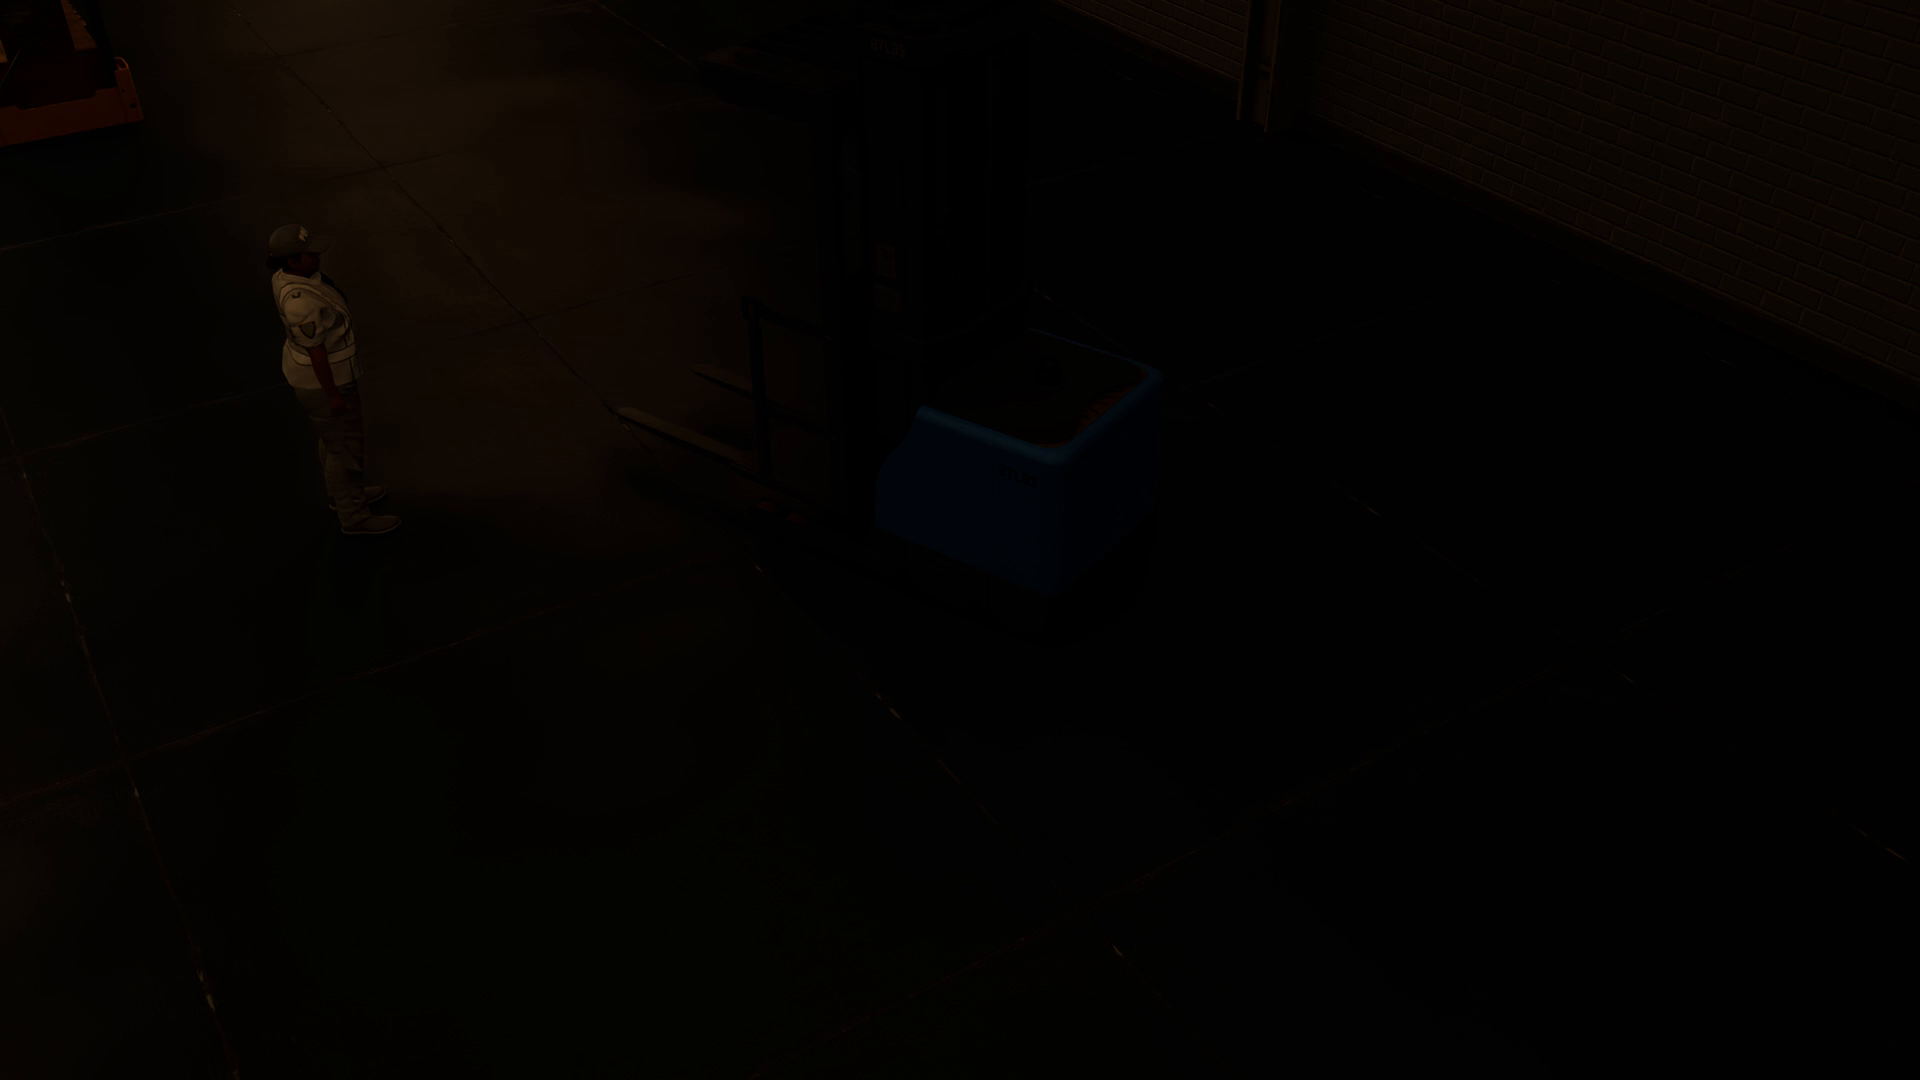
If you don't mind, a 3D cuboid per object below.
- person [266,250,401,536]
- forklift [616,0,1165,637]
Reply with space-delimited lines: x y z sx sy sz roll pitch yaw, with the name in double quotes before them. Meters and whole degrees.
"person" -3.196 -0.806 8.415 0.389 1.652 0.482 -17 39 -23
"forklift" -0.500 -1.399 8.138 3.031 2.935 1.130 22 41 28
